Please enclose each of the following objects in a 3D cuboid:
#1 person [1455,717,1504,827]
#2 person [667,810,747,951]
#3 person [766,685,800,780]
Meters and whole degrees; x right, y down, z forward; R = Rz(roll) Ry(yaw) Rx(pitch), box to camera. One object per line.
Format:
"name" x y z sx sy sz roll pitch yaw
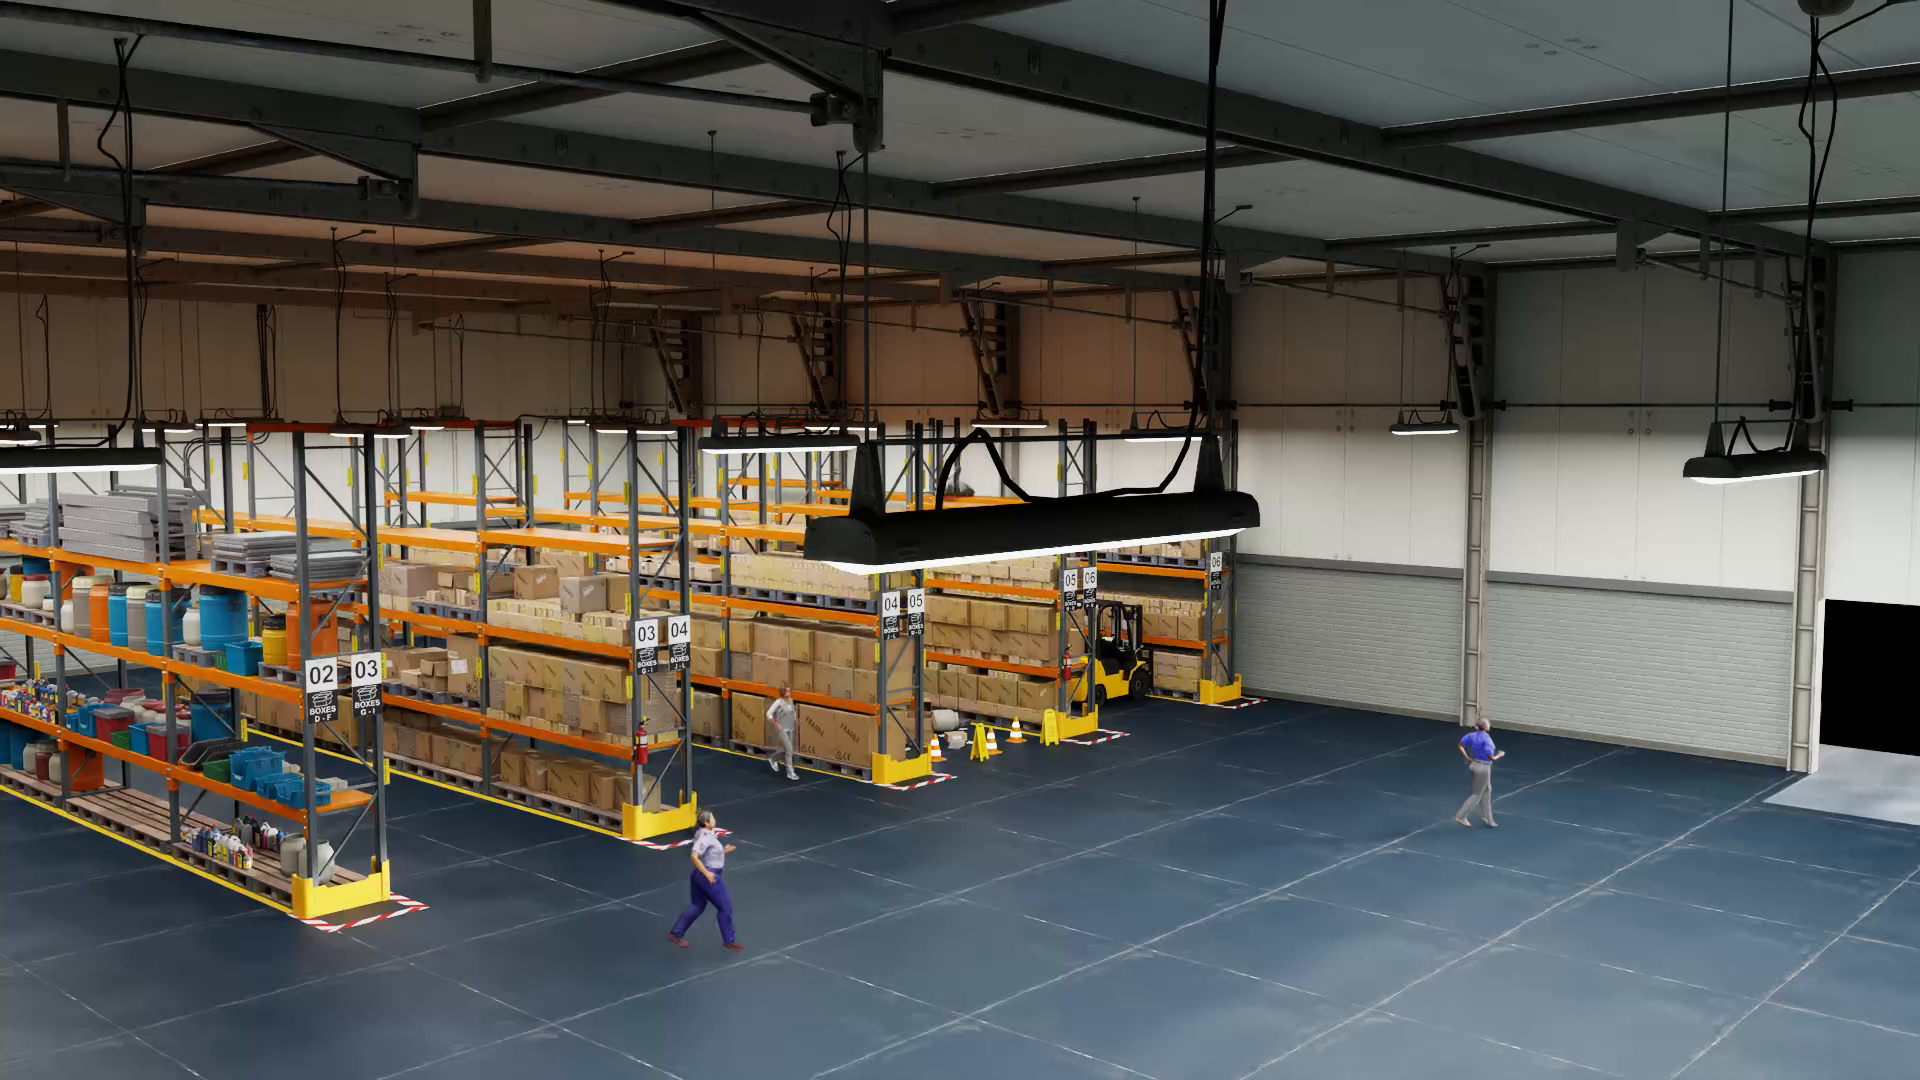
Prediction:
"person" 7.711 3.487 24.736 0.794 1.716 0.564 -1 5 -15
"person" -2.919 3.931 19.133 0.895 1.671 0.594 -2 5 -26
"person" -3.005 3.236 28.170 0.750 1.586 0.558 3 6 36
